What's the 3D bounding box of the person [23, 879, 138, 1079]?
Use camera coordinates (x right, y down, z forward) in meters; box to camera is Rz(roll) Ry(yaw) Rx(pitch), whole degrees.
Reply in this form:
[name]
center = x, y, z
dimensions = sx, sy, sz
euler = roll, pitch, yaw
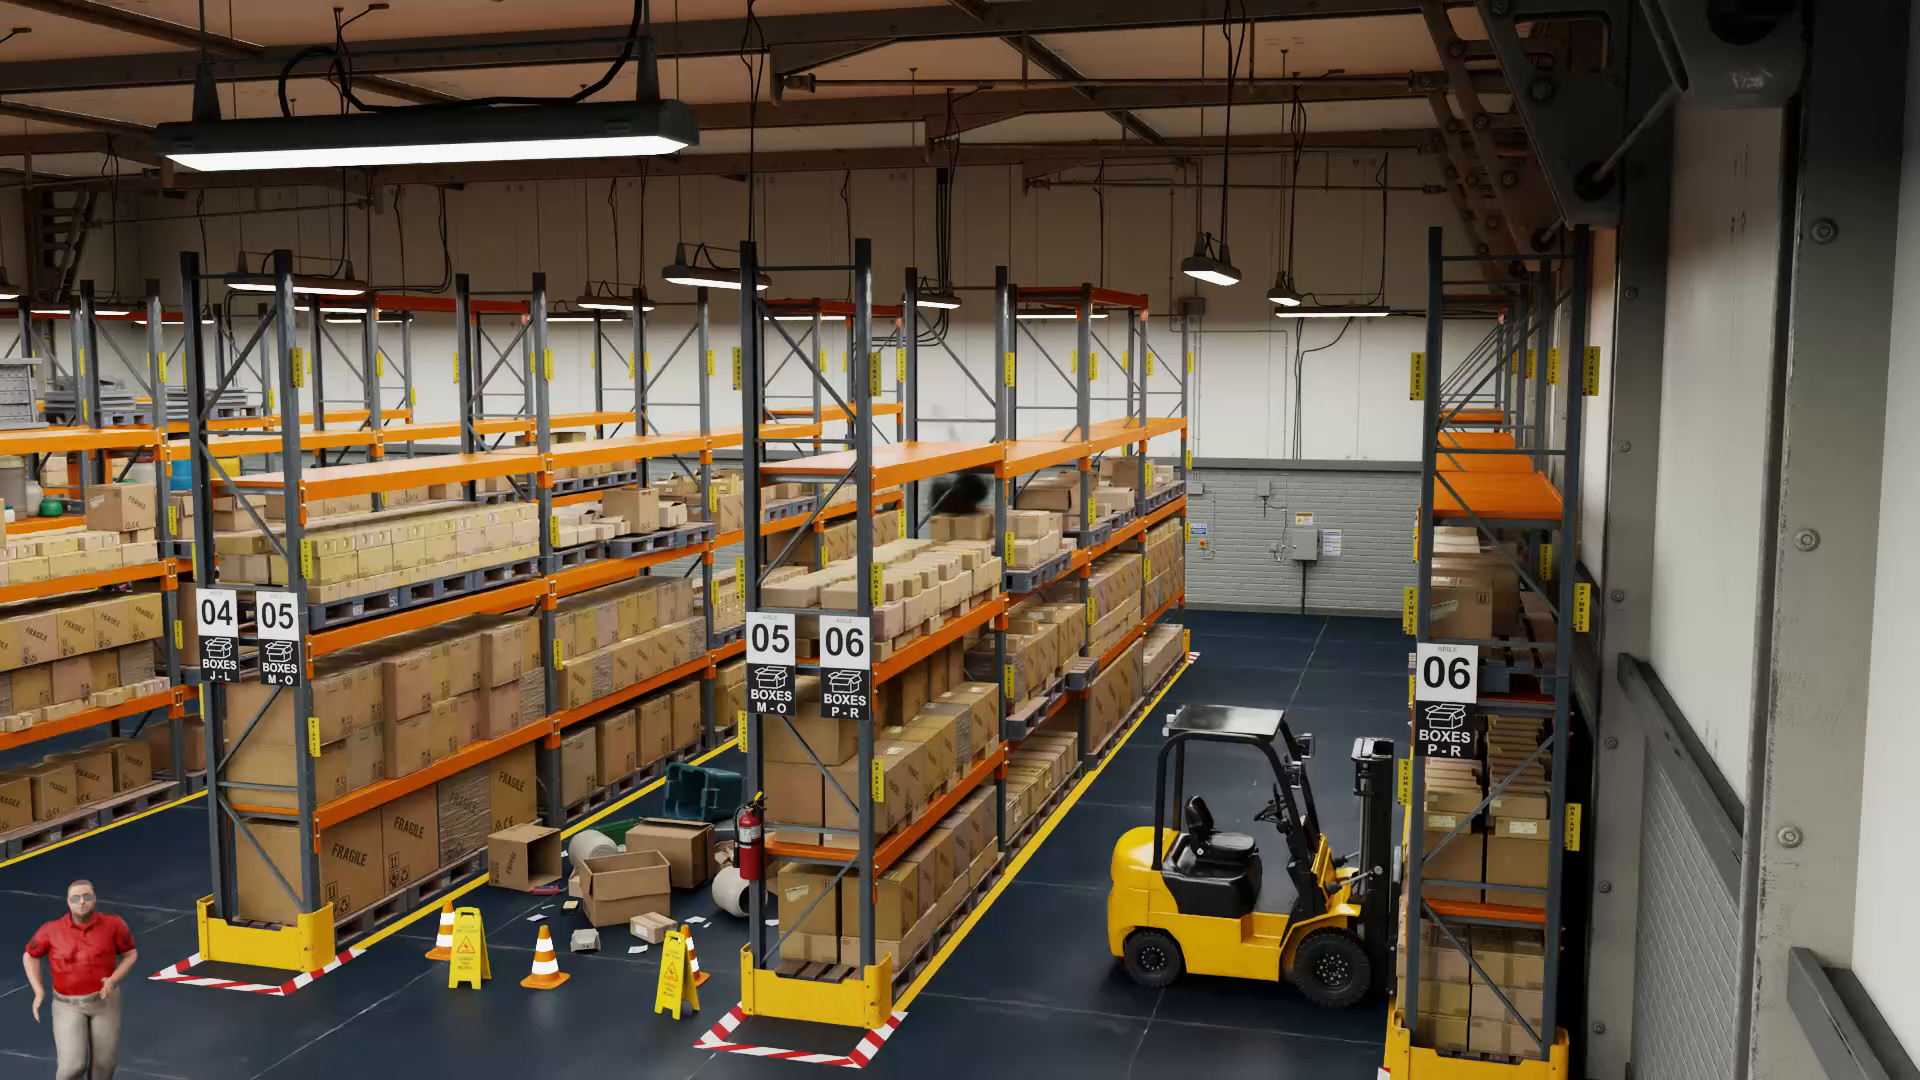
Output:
[person]
center = -5.792, 3.096, 11.020
dimensions = 0.664, 1.678, 0.591
euler = -4, 8, -33
